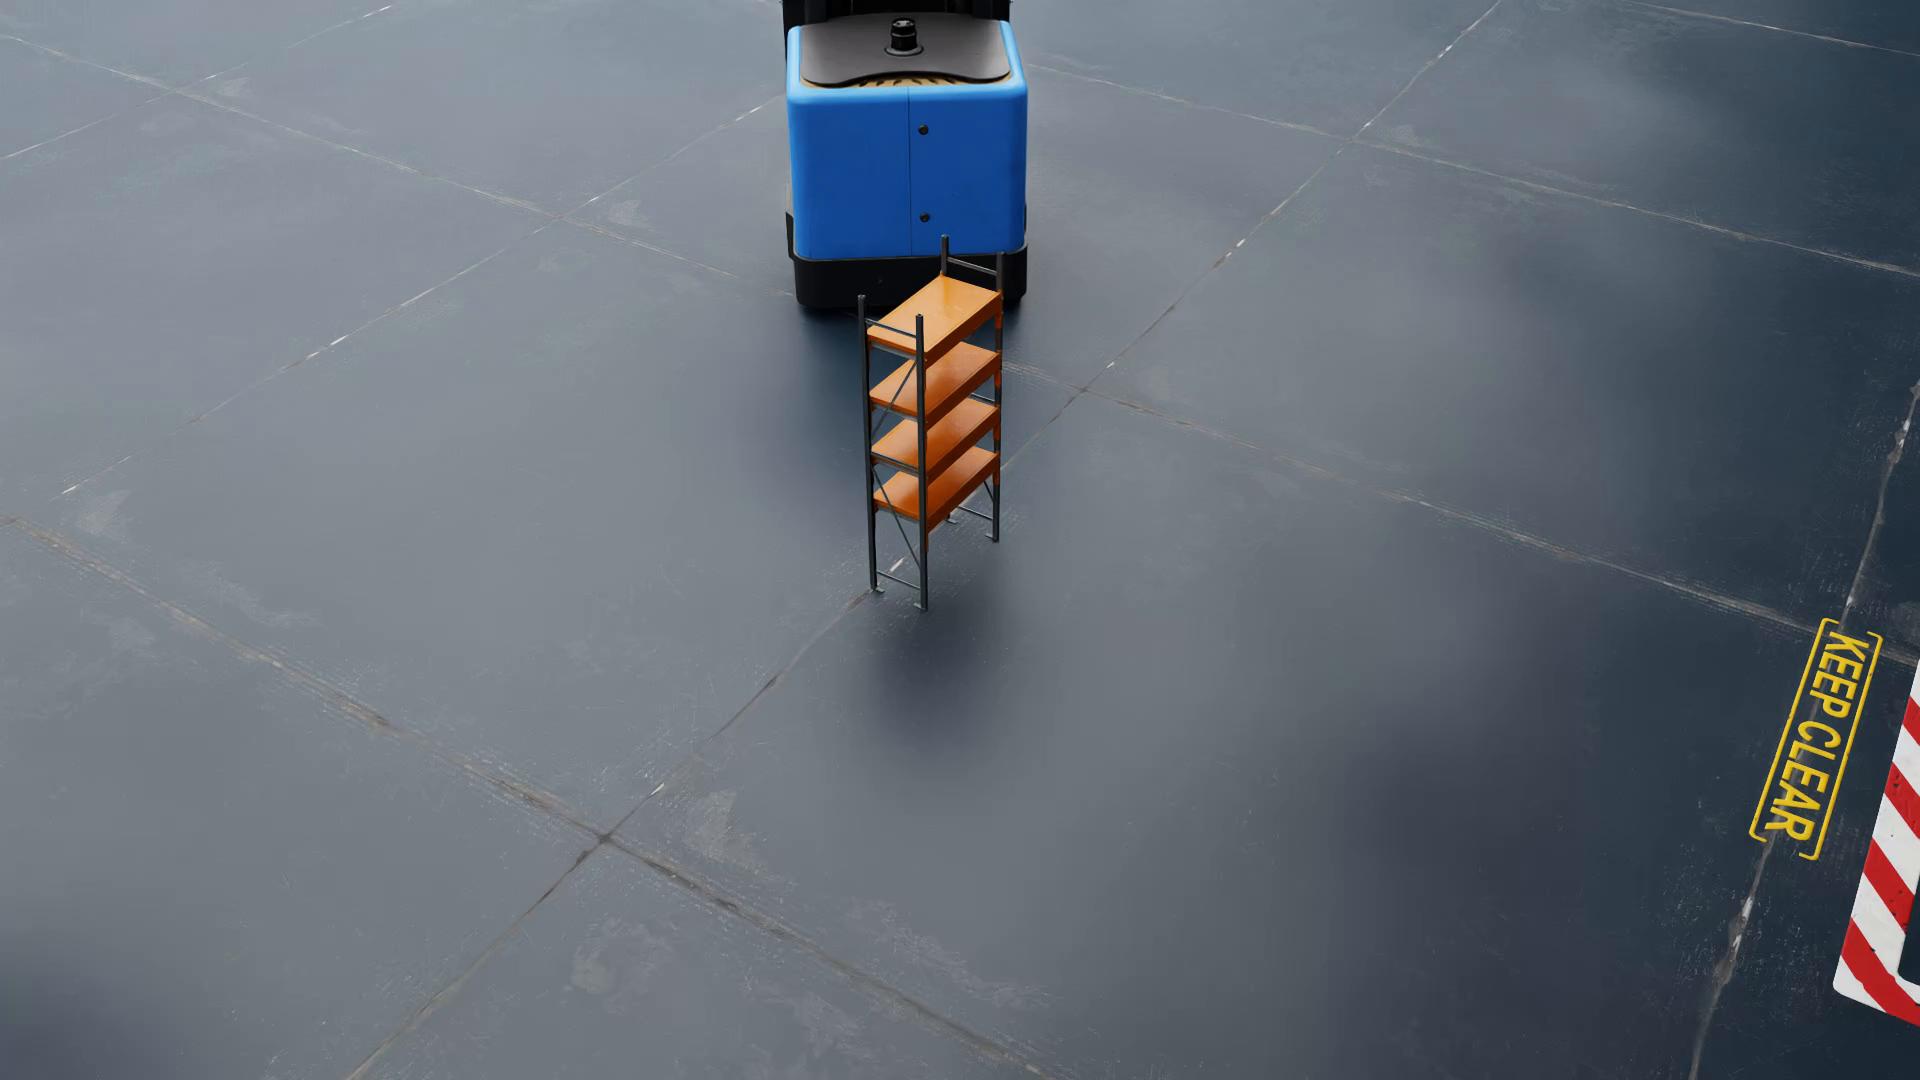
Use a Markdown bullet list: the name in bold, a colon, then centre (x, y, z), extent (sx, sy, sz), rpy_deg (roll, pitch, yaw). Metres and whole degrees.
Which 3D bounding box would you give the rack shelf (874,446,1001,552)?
- **rack shelf**: centre (-0.089, -0.179, 5.935), extent (0.258, 0.148, 0.480), rpy_deg (21, 42, 25)

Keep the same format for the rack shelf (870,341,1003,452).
- **rack shelf**: centre (-0.089, -0.514, 5.677), extent (0.258, 0.148, 0.480), rpy_deg (21, 42, 25)

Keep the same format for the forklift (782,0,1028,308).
- **forklift**: centre (-0.324, -3.087, 7.854), extent (1.130, 2.935, 3.031), rpy_deg (-3, 38, -3)

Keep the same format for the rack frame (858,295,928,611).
- **rack frame**: centre (-0.219, -0.264, 5.610), extent (0.240, 1.200, 0.015), rpy_deg (21, 42, 25)

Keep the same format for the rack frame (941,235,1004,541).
- **rack frame**: centre (0.042, -0.516, 5.936), extent (0.240, 1.200, 0.015), rpy_deg (21, 42, 25)

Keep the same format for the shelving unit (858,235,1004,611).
- **shelving unit**: centre (-0.089, -0.390, 5.773), extent (0.258, 1.200, 0.503), rpy_deg (21, 42, 25)

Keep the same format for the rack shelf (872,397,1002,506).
- **rack shelf**: centre (-0.089, -0.337, 5.814), extent (0.258, 0.148, 0.480), rpy_deg (21, 42, 25)

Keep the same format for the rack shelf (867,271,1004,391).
- **rack shelf**: centre (-0.089, -0.701, 5.533), extent (0.258, 0.148, 0.480), rpy_deg (21, 42, 25)
